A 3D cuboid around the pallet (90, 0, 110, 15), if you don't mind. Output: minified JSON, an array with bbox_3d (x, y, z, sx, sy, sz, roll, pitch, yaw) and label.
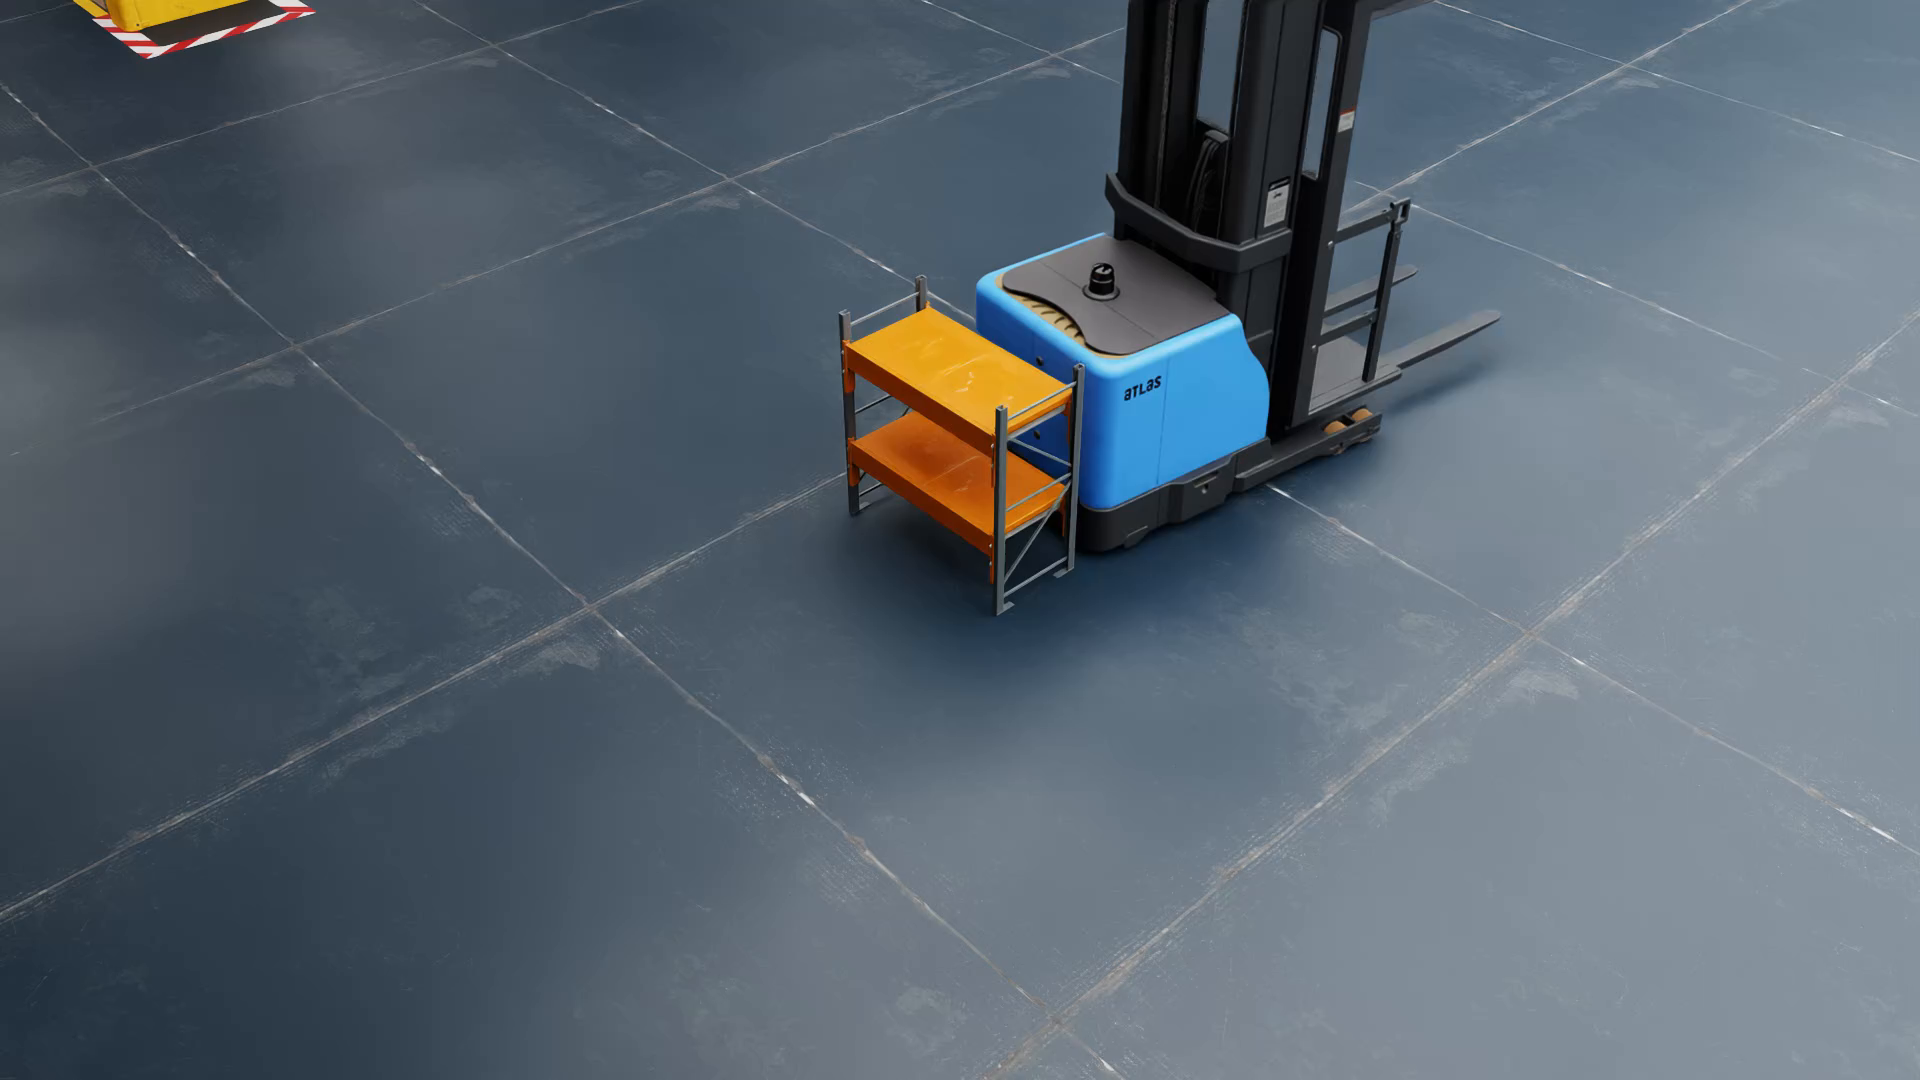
[{"bbox_3d":[-6.653,-4.652,13.549,1.003,0.211,1.213,-30,48,-32],"label":"pallet"}]

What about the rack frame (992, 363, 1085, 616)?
[{"bbox_3d":[0.339,-0.205,7.317,0.500,1.125,0.032,-30,48,-32],"label":"rack frame"}]

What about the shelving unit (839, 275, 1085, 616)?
[{"bbox_3d":[-0.005,-0.441,7.608,0.538,1.125,1.048,-30,48,-32],"label":"shelving unit"}]

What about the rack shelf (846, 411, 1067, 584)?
[{"bbox_3d":[-0.005,-0.251,7.762,0.538,0.278,1.000,-30,48,-32],"label":"rack shelf"}]

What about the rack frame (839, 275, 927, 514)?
[{"bbox_3d":[-0.348,-0.676,7.900,0.500,1.125,0.032,-30,48,-32],"label":"rack frame"}]

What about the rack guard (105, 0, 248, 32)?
[{"bbox_3d":[-6.089,-4.417,13.029,1.175,0.500,0.348,-30,48,-32],"label":"rack guard"}]

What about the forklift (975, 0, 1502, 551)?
[{"bbox_3d":[1.554,-1.824,7.883,3.031,2.935,1.130,-24,45,-27],"label":"forklift"}]

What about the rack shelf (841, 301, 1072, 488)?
[{"bbox_3d":[-0.005,-0.668,7.424,0.538,0.278,1.000,-30,48,-32],"label":"rack shelf"}]
